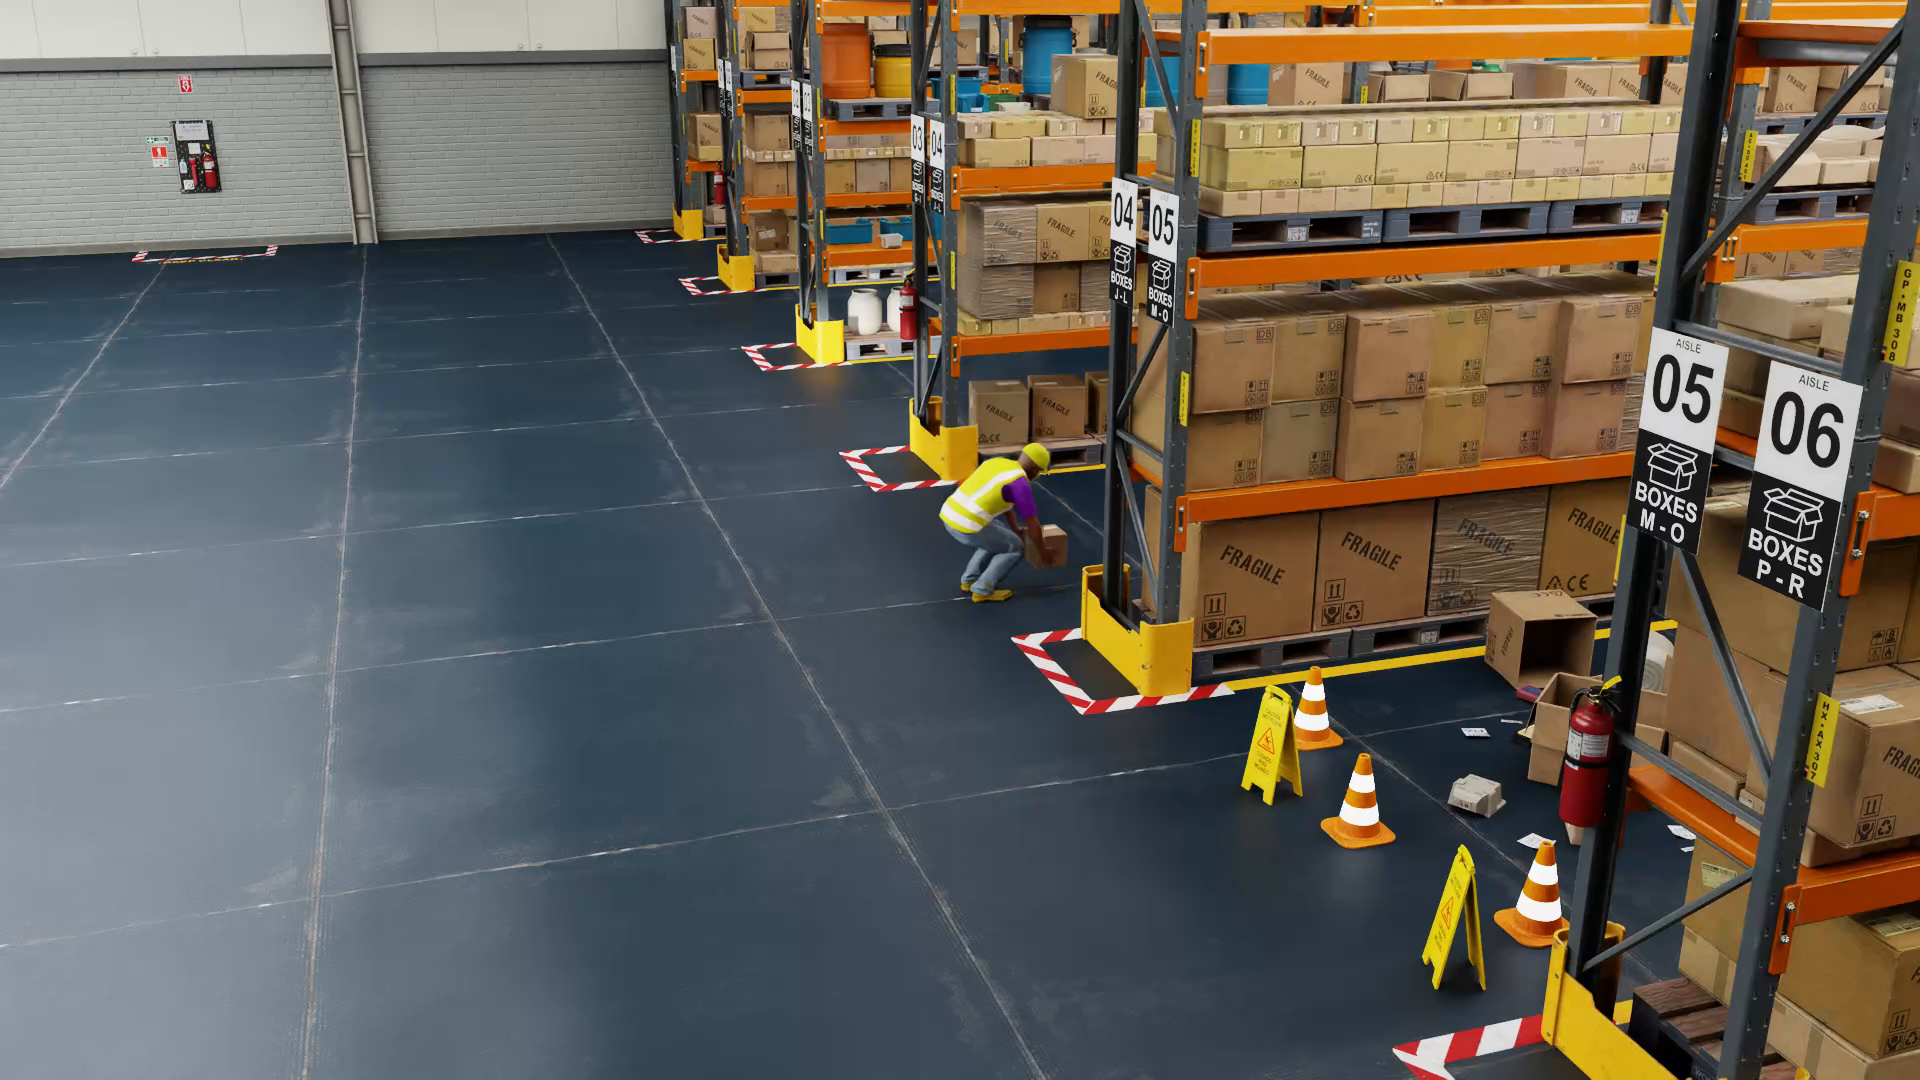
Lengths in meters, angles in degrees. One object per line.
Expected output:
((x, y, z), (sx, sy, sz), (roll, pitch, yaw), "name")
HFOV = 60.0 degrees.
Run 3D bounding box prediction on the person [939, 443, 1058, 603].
((0.267, -0.151, 12.440), (0.857, 1.133, 0.607), (-6, 20, -17), "person")
